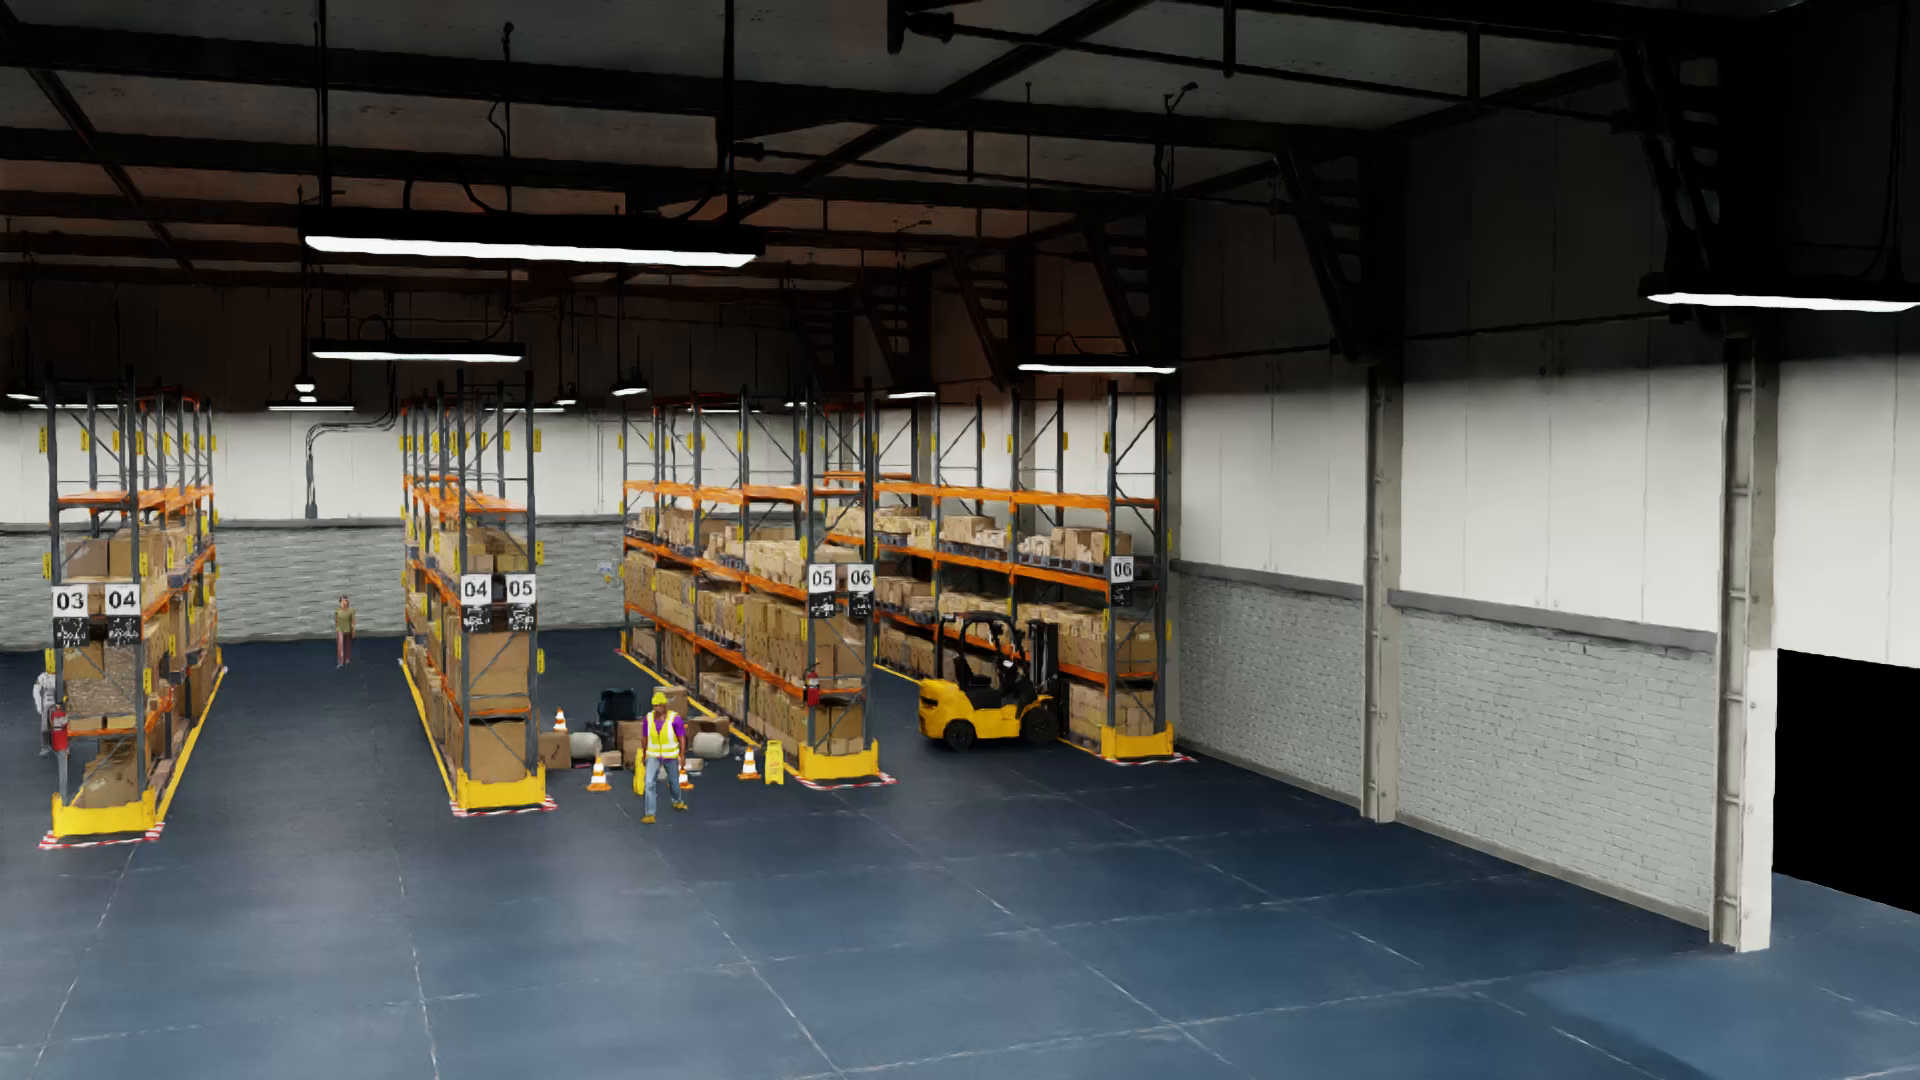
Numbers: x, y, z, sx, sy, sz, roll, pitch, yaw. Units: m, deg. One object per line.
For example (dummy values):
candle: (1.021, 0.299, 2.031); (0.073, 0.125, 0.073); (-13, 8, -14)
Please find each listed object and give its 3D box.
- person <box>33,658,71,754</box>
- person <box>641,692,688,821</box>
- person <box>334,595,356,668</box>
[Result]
person: (-14.471, 2.638, 26.603); (0.639, 1.631, 0.502); (-1, 4, -21)
person: (-3.951, 2.858, 22.154); (0.618, 1.712, 0.971); (0, 3, 0)
person: (-13.705, 2.024, 37.089); (0.446, 1.589, 1.110); (-1, 4, -23)
